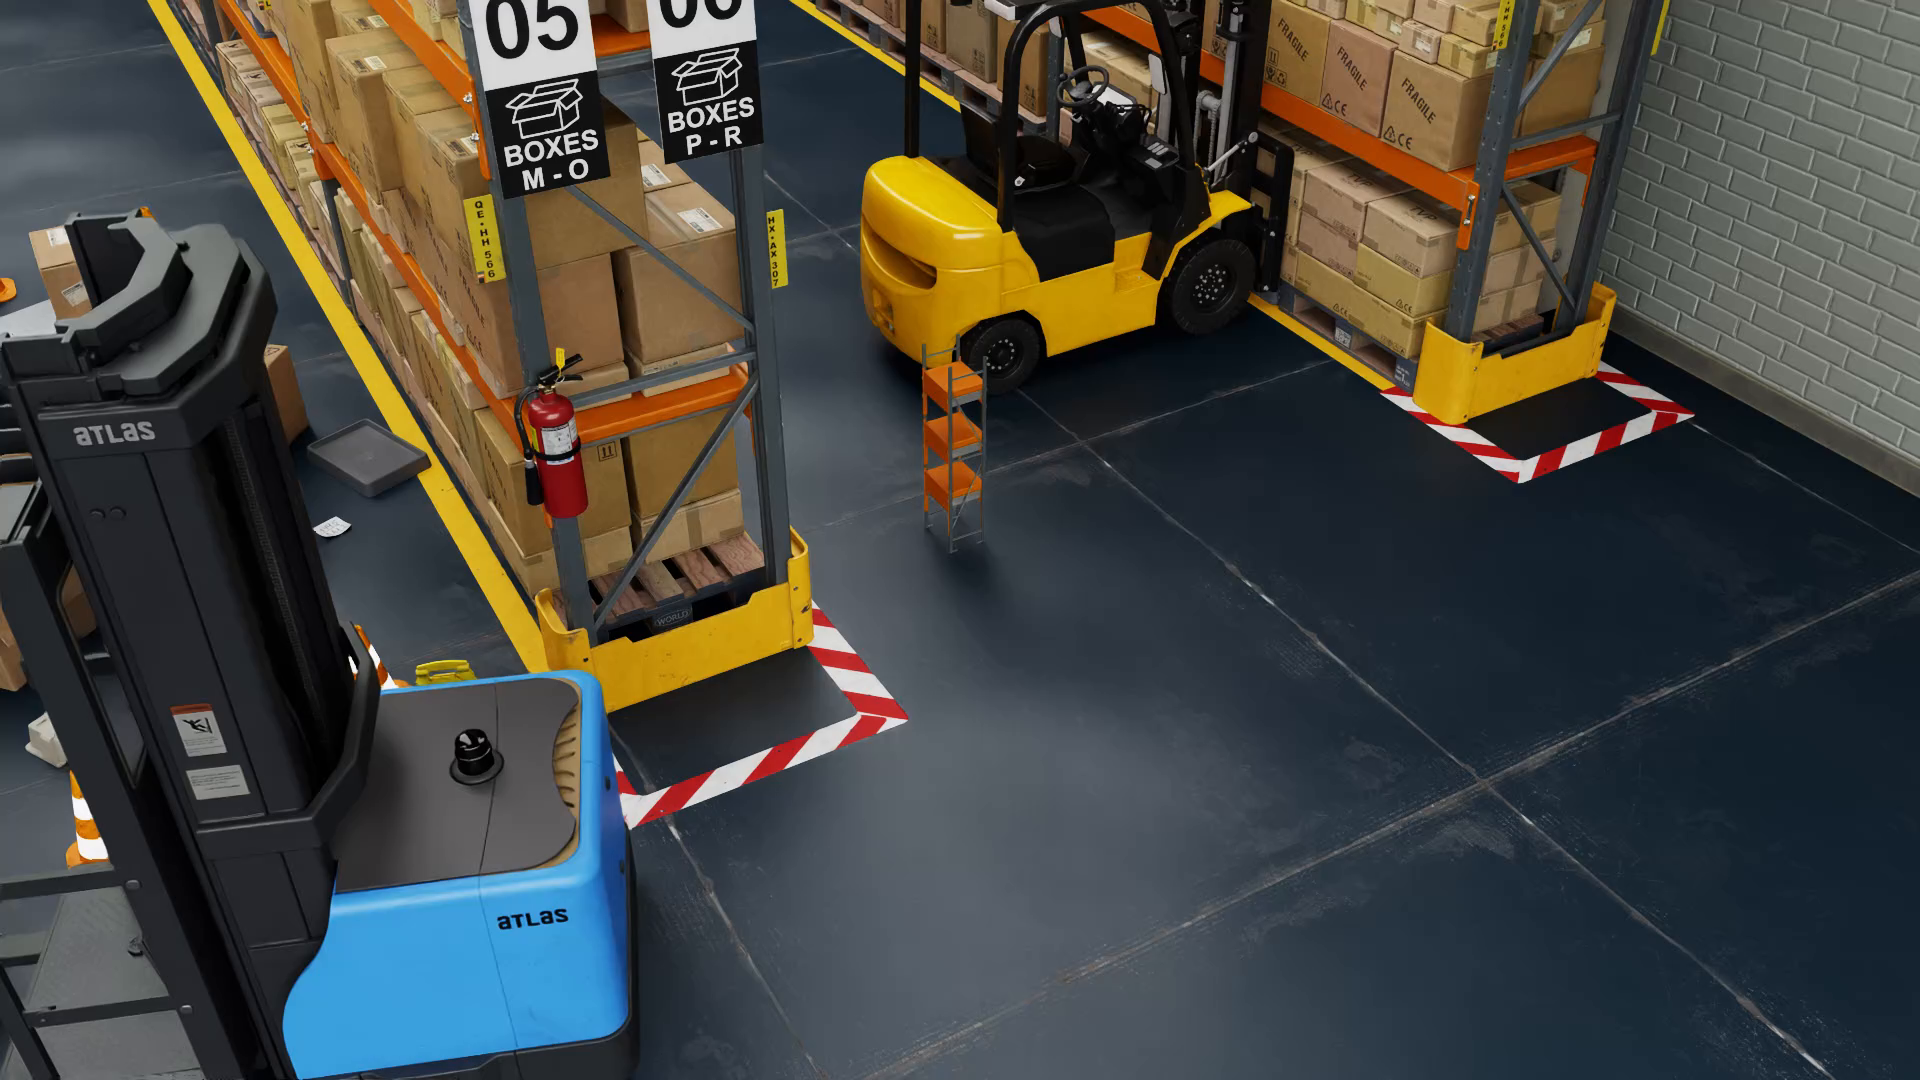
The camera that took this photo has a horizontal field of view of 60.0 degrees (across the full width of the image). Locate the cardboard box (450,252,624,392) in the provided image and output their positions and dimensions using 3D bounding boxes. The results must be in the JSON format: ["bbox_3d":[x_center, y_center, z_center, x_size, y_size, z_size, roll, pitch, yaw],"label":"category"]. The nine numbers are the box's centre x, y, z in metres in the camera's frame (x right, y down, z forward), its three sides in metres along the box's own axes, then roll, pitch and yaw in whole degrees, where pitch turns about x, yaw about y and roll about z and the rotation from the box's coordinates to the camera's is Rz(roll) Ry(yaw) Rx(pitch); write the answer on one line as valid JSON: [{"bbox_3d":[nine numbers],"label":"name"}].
[{"bbox_3d":[-1.711,-0.983,6.716,0.500,0.500,0.500,-20,40,-25],"label":"cardboard box"}]

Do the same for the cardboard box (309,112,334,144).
[{"bbox_3d":[-3.329,-2.311,9.083,0.380,0.149,0.250,-19,40,-24],"label":"cardboard box"}]

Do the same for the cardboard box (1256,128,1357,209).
[{"bbox_3d":[2.065,-2.219,9.872,0.500,0.250,0.500,-18,40,-23],"label":"cardboard box"}]

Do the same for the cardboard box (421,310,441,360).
[{"bbox_3d":[-2.325,-1.014,7.885,0.380,0.149,0.250,-17,40,-22],"label":"cardboard box"}]

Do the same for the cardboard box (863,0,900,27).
[{"bbox_3d":[-0.293,-4.738,13.851,0.875,0.625,0.625,-18,40,-22],"label":"cardboard box"}]

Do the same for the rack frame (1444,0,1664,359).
[{"bbox_3d":[3.089,-2.101,8.583,1.000,3.000,0.127,-19,40,-24],"label":"rack frame"}]

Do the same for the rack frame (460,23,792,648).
[{"bbox_3d":[-1.201,-0.628,6.566,1.000,3.000,0.127,-19,40,-24],"label":"rack frame"}]

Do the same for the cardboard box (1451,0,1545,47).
[{"bbox_3d":[2.727,-2.643,8.439,0.380,0.149,0.250,-19,40,-24],"label":"cardboard box"}]

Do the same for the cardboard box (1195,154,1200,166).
[{"bbox_3d":[1.806,-2.289,10.393,0.500,0.250,0.500,-19,40,-24],"label":"cardboard box"}]

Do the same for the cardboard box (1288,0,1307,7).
[{"bbox_3d":[2.007,-3.144,9.376,0.380,0.149,0.250,-19,40,-24],"label":"cardboard box"}]

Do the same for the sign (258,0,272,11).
[{"bbox_3d":[-3.688,-2.969,8.790,0.100,0.325,0.005,-19,40,-24],"label":"sign"}]

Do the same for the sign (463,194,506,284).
[{"bbox_3d":[-1.690,-1.069,5.920,0.100,0.325,0.005,-19,40,-24],"label":"sign"}]

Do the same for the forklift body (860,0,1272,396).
[{"bbox_3d":[0.559,-2.184,9.417,2.313,2.155,1.214,-19,40,-24],"label":"forklift body"}]

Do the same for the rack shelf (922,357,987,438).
[{"bbox_3d":[-0.027,-0.672,7.817,0.215,0.259,0.240,-19,40,-24],"label":"rack shelf"}]

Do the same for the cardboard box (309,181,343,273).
[{"bbox_3d":[-3.476,-2.043,10.376,0.950,0.372,0.625,-18,40,-23],"label":"cardboard box"}]

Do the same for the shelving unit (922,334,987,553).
[{"bbox_3d":[-0.027,-0.451,7.978,0.215,1.050,0.252,-19,40,-24],"label":"shelving unit"}]

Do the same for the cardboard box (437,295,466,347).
[{"bbox_3d":[-2.062,-1.009,7.302,0.380,0.149,0.250,-18,40,-23],"label":"cardboard box"}]

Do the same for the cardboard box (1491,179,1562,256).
[{"bbox_3d":[3.012,-1.865,9.387,0.500,0.250,0.500,-20,40,-25],"label":"cardboard box"}]

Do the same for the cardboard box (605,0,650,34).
[{"bbox_3d":[-1.086,-2.003,6.119,0.380,0.149,0.250,-19,40,-24],"label":"cardboard box"}]

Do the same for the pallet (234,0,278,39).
[{"bbox_3d":[-4.190,-3.633,10.843,1.003,0.211,1.213,-19,40,-24],"label":"pallet"}]

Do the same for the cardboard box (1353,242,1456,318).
[{"bbox_3d":[2.575,-1.517,9.335,0.500,0.250,0.500,-19,40,-24],"label":"cardboard box"}]

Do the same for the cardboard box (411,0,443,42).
[{"bbox_3d":[-1.775,-1.954,6.052,0.380,0.149,0.250,-19,40,-24],"label":"cardboard box"}]

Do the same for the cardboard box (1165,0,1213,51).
[{"bbox_3d":[1.608,-3.359,10.220,0.500,0.500,0.500,-19,40,-24],"label":"cardboard box"}]

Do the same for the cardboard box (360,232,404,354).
[{"bbox_3d":[-2.868,-1.379,8.935,0.500,0.500,0.500,-17,40,-22],"label":"cardboard box"}]

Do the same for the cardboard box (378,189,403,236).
[{"bbox_3d":[-2.446,-1.760,7.780,0.500,0.500,0.500,-18,40,-23],"label":"cardboard box"}]

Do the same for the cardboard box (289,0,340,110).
[{"bbox_3d":[-2.710,-2.412,7.825,0.700,0.500,0.500,-20,41,-25],"label":"cardboard box"}]

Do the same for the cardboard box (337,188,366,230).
[{"bbox_3d":[-3.136,-1.829,9.001,0.380,0.149,0.250,-18,40,-23],"label":"cardboard box"}]

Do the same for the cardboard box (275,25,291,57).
[{"bbox_3d":[-3.707,-2.916,9.557,0.380,0.149,0.250,-18,40,-23],"label":"cardboard box"}]

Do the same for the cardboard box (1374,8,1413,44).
[{"bbox_3d":[2.441,-2.769,8.863,0.380,0.149,0.250,-18,40,-23],"label":"cardboard box"}]

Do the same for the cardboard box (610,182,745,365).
[{"bbox_3d":[-1.199,-1.112,6.892,0.500,0.500,0.500,-20,40,-25],"label":"cardboard box"}]

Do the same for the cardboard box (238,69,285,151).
[{"bbox_3d":[-4.567,-3.151,11.893,0.950,0.372,0.625,-20,41,-25],"label":"cardboard box"}]

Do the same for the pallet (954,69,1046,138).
[{"bbox_3d":[0.676,-3.379,12.697,1.003,0.211,1.213,-19,40,-24],"label":"pallet"}]

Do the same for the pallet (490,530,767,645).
[{"bbox_3d":[-1.616,0.035,8.023,1.003,0.211,1.213,-19,40,-24],"label":"pallet"}]

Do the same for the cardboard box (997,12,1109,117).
[{"bbox_3d":[0.808,-3.614,12.312,0.875,0.625,0.625,-17,39,-22],"label":"cardboard box"}]

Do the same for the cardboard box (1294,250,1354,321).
[{"bbox_3d":[2.339,-1.562,9.821,0.500,0.250,0.500,-19,40,-24],"label":"cardboard box"}]

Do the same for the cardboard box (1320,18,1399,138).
[{"bbox_3d":[2.362,-2.581,9.156,0.500,0.500,0.500,-18,40,-23],"label":"cardboard box"}]

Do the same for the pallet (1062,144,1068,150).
[{"bbox_3d":[1.443,-2.596,11.626,1.003,0.211,1.213,-19,40,-24],"label":"pallet"}]

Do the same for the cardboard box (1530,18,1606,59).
[{"bbox_3d":[3.143,-2.653,8.704,0.380,0.149,0.250,-20,41,-25],"label":"cardboard box"}]

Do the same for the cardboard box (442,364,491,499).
[{"bbox_3d":[-2.094,-0.586,7.849,0.500,0.500,0.500,-17,40,-22],"label":"cardboard box"}]

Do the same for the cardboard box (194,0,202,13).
[{"bbox_3d":[-5.939,-4.852,13.795,0.875,0.875,0.875,-18,40,-23],"label":"cardboard box"}]

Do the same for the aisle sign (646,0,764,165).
[{"bbox_3d":[-0.901,-1.738,5.882,0.394,0.787,0.004,-19,40,-24],"label":"aisle sign"}]

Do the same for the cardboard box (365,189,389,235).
[{"bbox_3d":[-2.695,-1.655,8.186,0.380,0.149,0.250,-19,40,-24],"label":"cardboard box"}]

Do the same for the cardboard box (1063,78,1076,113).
[{"bbox_3d":[1.056,-3.063,11.452,0.500,0.250,0.500,-19,40,-24],"label":"cardboard box"}]

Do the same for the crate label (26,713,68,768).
[{"bbox_3d":[-3.769,0.811,7.024,0.298,0.136,0.250,19,40,24],"label":"crate label"}]

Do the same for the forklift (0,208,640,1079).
[{"bbox_3d":[-2.661,0.552,5.009,3.031,2.935,1.130,-6,37,-8],"label":"forklift"}]

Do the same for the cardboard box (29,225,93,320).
[{"bbox_3d":[-4.734,-1.421,9.130,0.500,0.500,0.500,-19,40,-24],"label":"cardboard box"}]

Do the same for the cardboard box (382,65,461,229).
[{"bbox_3d":[-1.894,-1.648,6.779,0.700,0.500,0.500,-19,40,-24],"label":"cardboard box"}]

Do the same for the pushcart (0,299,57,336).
[{"bbox_3d":[-5.156,-0.908,9.173,0.936,0.377,1.648,26,44,31],"label":"pushcart"}]

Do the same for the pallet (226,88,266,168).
[{"bbox_3d":[-4.828,-3.182,12.428,1.003,0.211,1.213,-19,40,-24],"label":"pallet"}]

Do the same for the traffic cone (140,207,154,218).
[{"bbox_3d":[-5.044,-1.861,10.405,0.336,0.463,0.334,-19,40,-24],"label":"traffic cone"}]

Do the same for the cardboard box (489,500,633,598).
[{"bbox_3d":[-1.851,-0.032,7.725,0.500,0.250,0.500,-19,40,-24],"label":"cardboard box"}]

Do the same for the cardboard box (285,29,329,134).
[{"bbox_3d":[-3.230,-2.521,8.822,0.500,0.500,0.500,-19,40,-24],"label":"cardboard box"}]

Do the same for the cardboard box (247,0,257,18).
[{"bbox_3d":[-4.116,-3.306,10.090,0.380,0.149,0.250,-19,40,-24],"label":"cardboard box"}]

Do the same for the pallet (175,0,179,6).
[{"bbox_3d":[-6.777,-5.250,15.259,1.003,0.211,1.213,-19,40,-24],"label":"pallet"}]

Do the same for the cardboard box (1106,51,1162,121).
[{"bbox_3d":[1.300,-3.000,10.942,0.500,0.250,0.500,-19,40,-24],"label":"cardboard box"}]

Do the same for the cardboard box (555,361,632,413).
[{"bbox_3d":[-1.573,-0.654,6.815,0.380,0.149,0.250,-18,40,-22],"label":"cardboard box"}]

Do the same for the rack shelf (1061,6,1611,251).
[{"bbox_3d":[2.085,-2.830,10.191,1.077,0.370,4.000,-19,40,-24],"label":"rack shelf"}]

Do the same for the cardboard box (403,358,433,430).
[{"bbox_3d":[-2.600,-0.807,8.787,0.500,0.250,0.500,-19,40,-25],"label":"cardboard box"}]

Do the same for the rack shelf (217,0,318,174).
[{"bbox_3d":[-4.215,-3.397,10.968,1.077,0.370,4.000,-19,40,-24],"label":"rack shelf"}]
